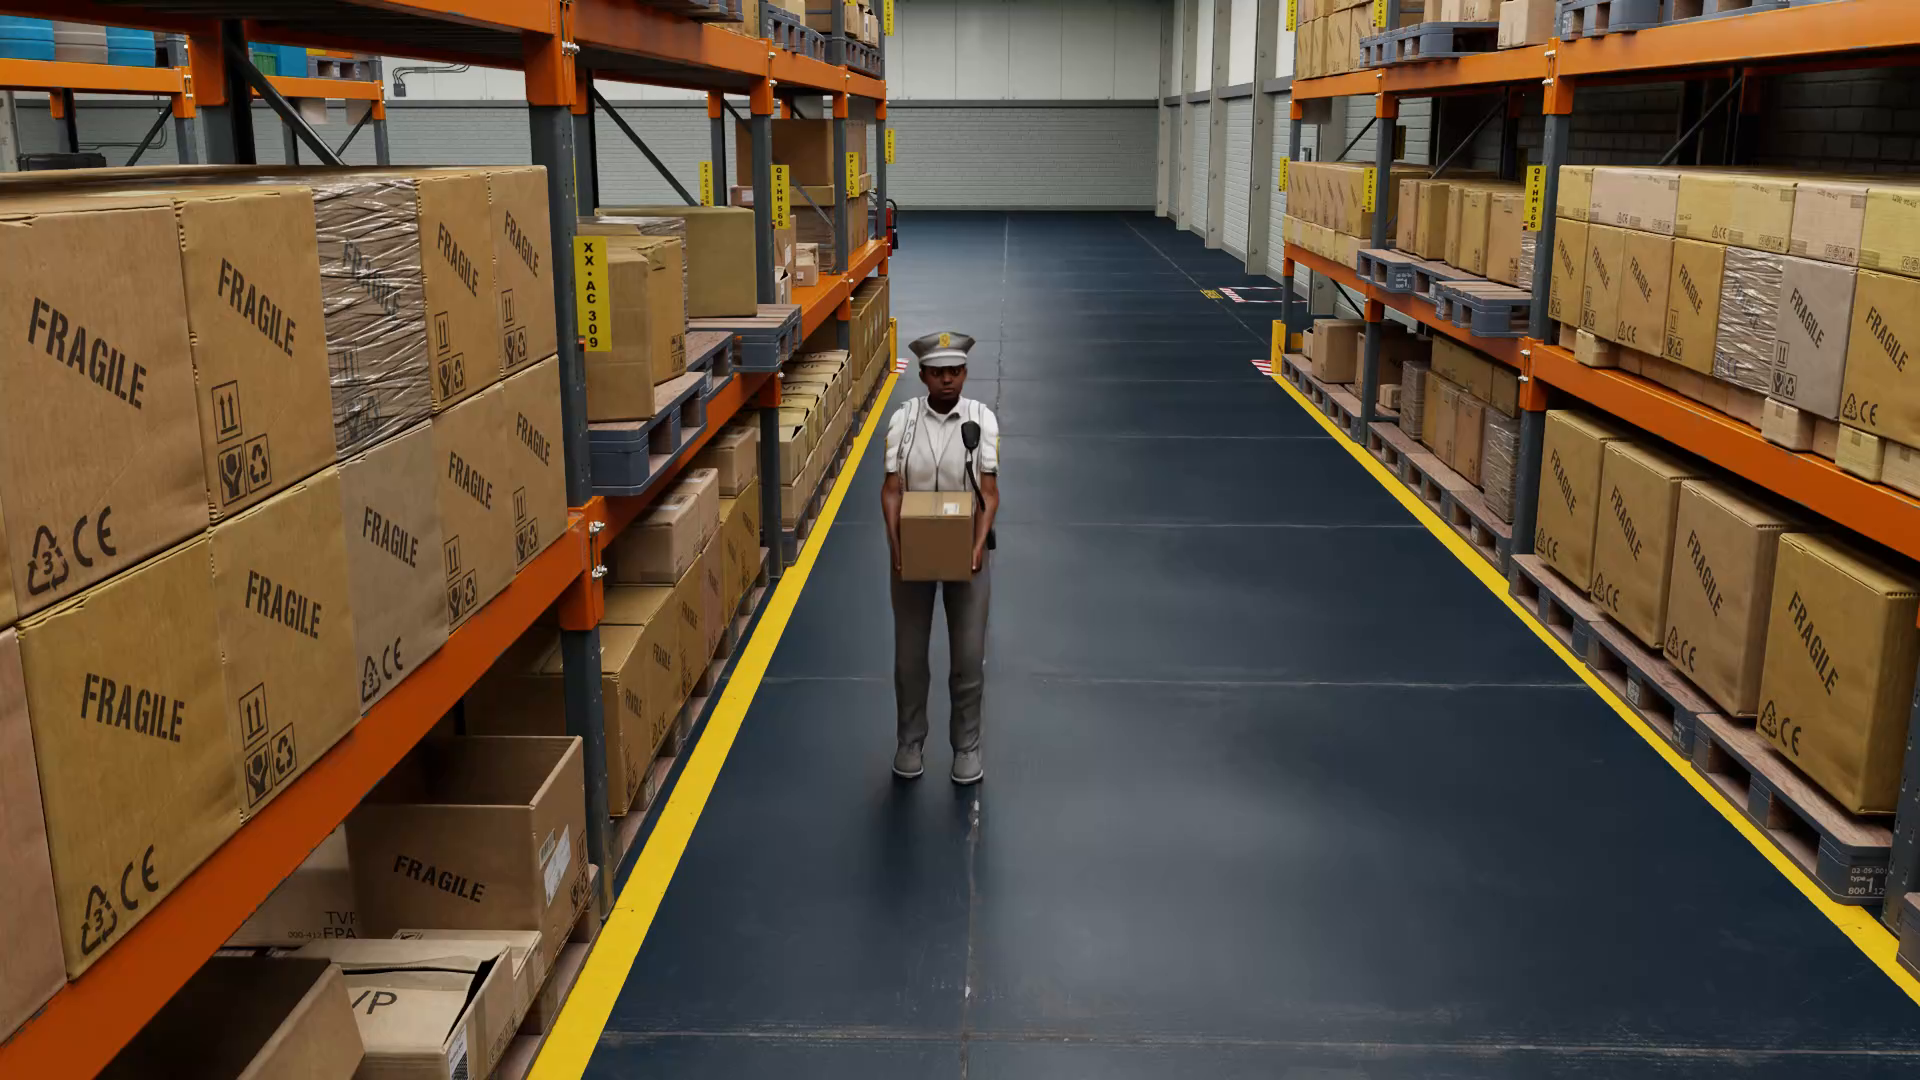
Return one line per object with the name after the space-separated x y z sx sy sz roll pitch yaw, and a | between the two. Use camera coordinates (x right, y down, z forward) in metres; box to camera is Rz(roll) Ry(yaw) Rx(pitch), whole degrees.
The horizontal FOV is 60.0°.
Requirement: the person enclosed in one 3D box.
-0.074 0.071 6.172 0.441 1.692 0.514 0 14 1 | person
